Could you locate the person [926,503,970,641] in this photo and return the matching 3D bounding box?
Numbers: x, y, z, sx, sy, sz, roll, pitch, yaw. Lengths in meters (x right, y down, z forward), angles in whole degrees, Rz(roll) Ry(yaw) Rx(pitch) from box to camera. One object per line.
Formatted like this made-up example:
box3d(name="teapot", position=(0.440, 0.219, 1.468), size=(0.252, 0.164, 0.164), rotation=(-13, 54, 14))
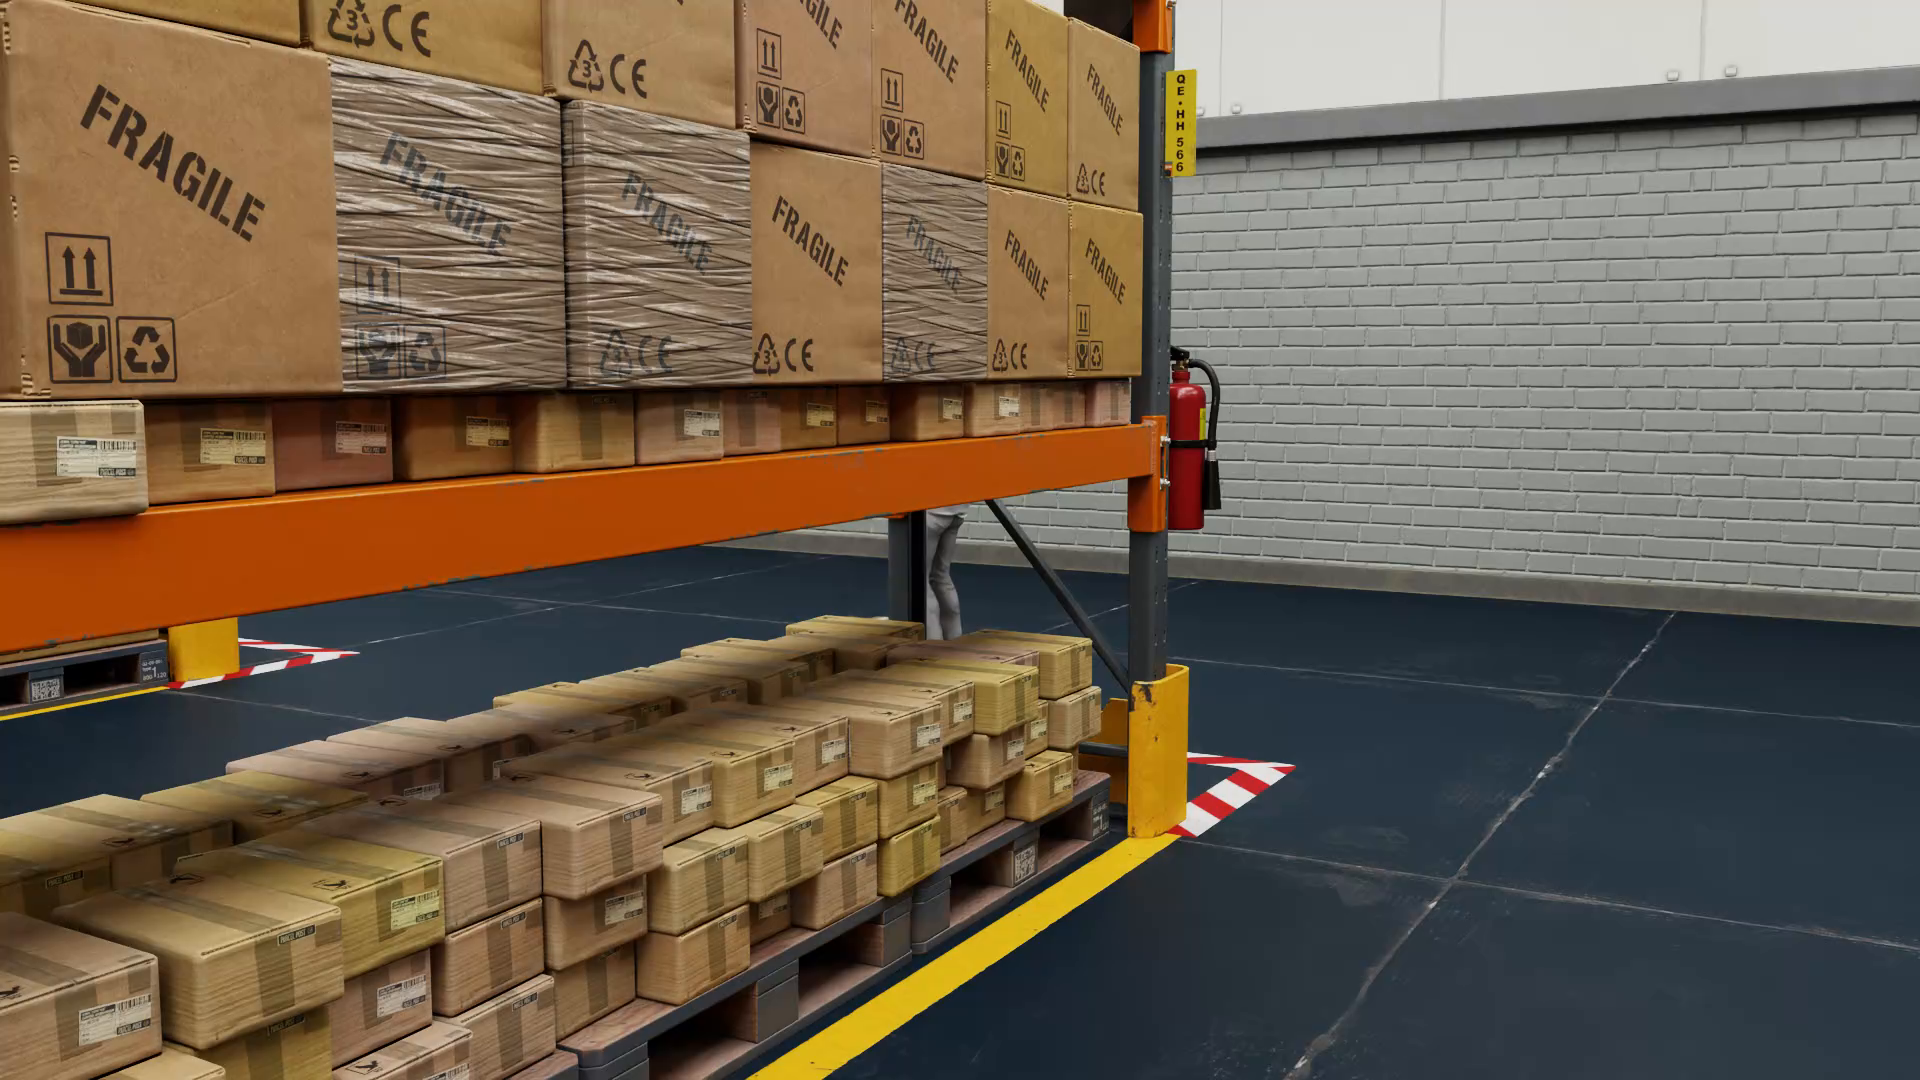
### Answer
box3d(name="person", position=(-0.138, -0.137, 7.855), size=(0.348, 1.590, 0.469), rotation=(3, 7, 26))
